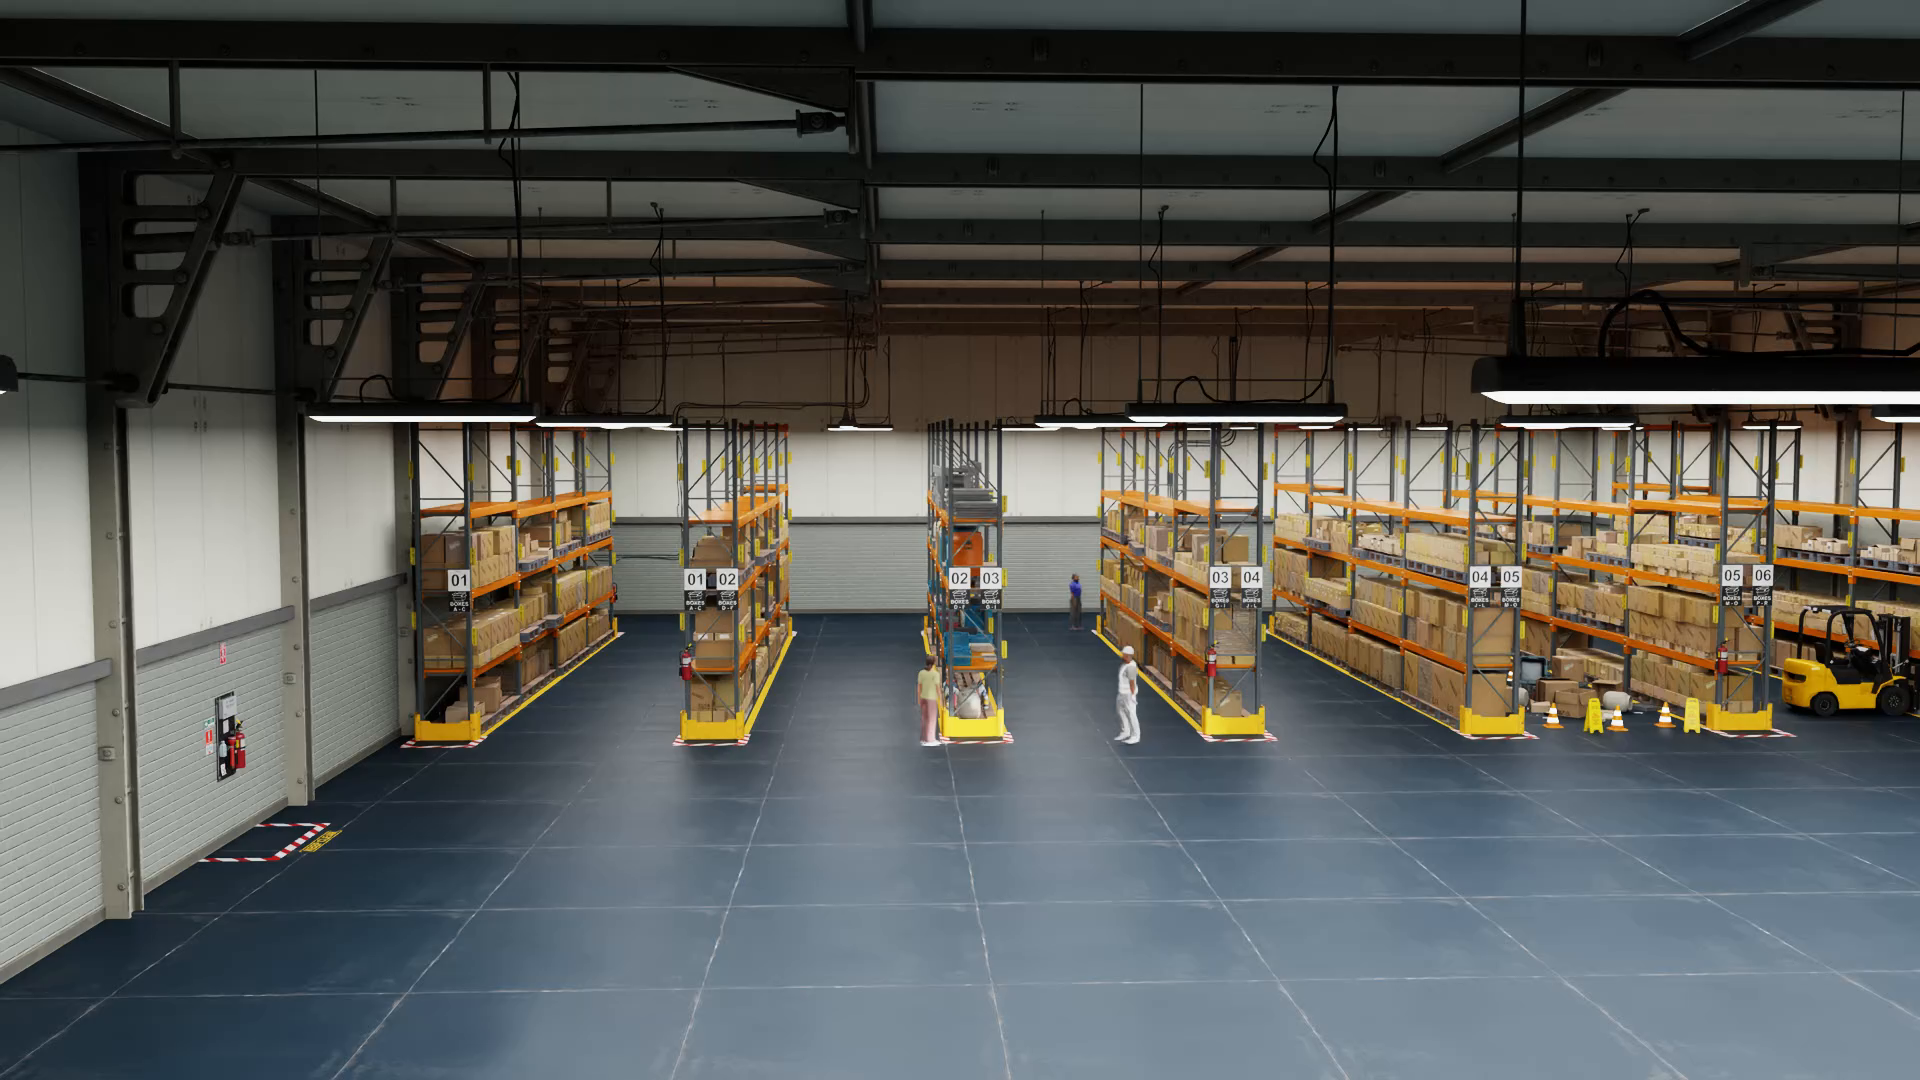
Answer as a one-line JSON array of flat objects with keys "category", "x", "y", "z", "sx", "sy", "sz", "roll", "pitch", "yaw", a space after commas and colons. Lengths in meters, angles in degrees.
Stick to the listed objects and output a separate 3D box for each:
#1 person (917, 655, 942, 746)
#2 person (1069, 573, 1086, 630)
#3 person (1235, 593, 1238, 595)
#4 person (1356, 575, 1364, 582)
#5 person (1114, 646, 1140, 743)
[{"category": "person", "x": -0.520, "y": 2.941, "z": 30.526, "sx": 0.419, "sy": 1.674, "sz": 0.509, "roll": -3, "pitch": 5, "yaw": -43}, {"category": "person", "x": 3.402, "y": 1.807, "z": 48.432, "sx": 0.368, "sy": 1.690, "sz": 0.521, "roll": 3, "pitch": 5, "yaw": 40}, {"category": "person", "x": 7.640, "y": 1.783, "z": 47.959, "sx": 0.686, "sy": 1.744, "sz": 0.893, "roll": 3, "pitch": 5, "yaw": 41}, {"category": "person", "x": 11.518, "y": 1.808, "z": 48.195, "sx": 1.035, "sy": 1.613, "sz": 0.521, "roll": 2, "pitch": 4, "yaw": 23}, {"category": "person", "x": 3.081, "y": 2.850, "z": 30.806, "sx": 0.393, "sy": 1.810, "sz": 0.724, "roll": -1, "pitch": 4, "yaw": -13}]
